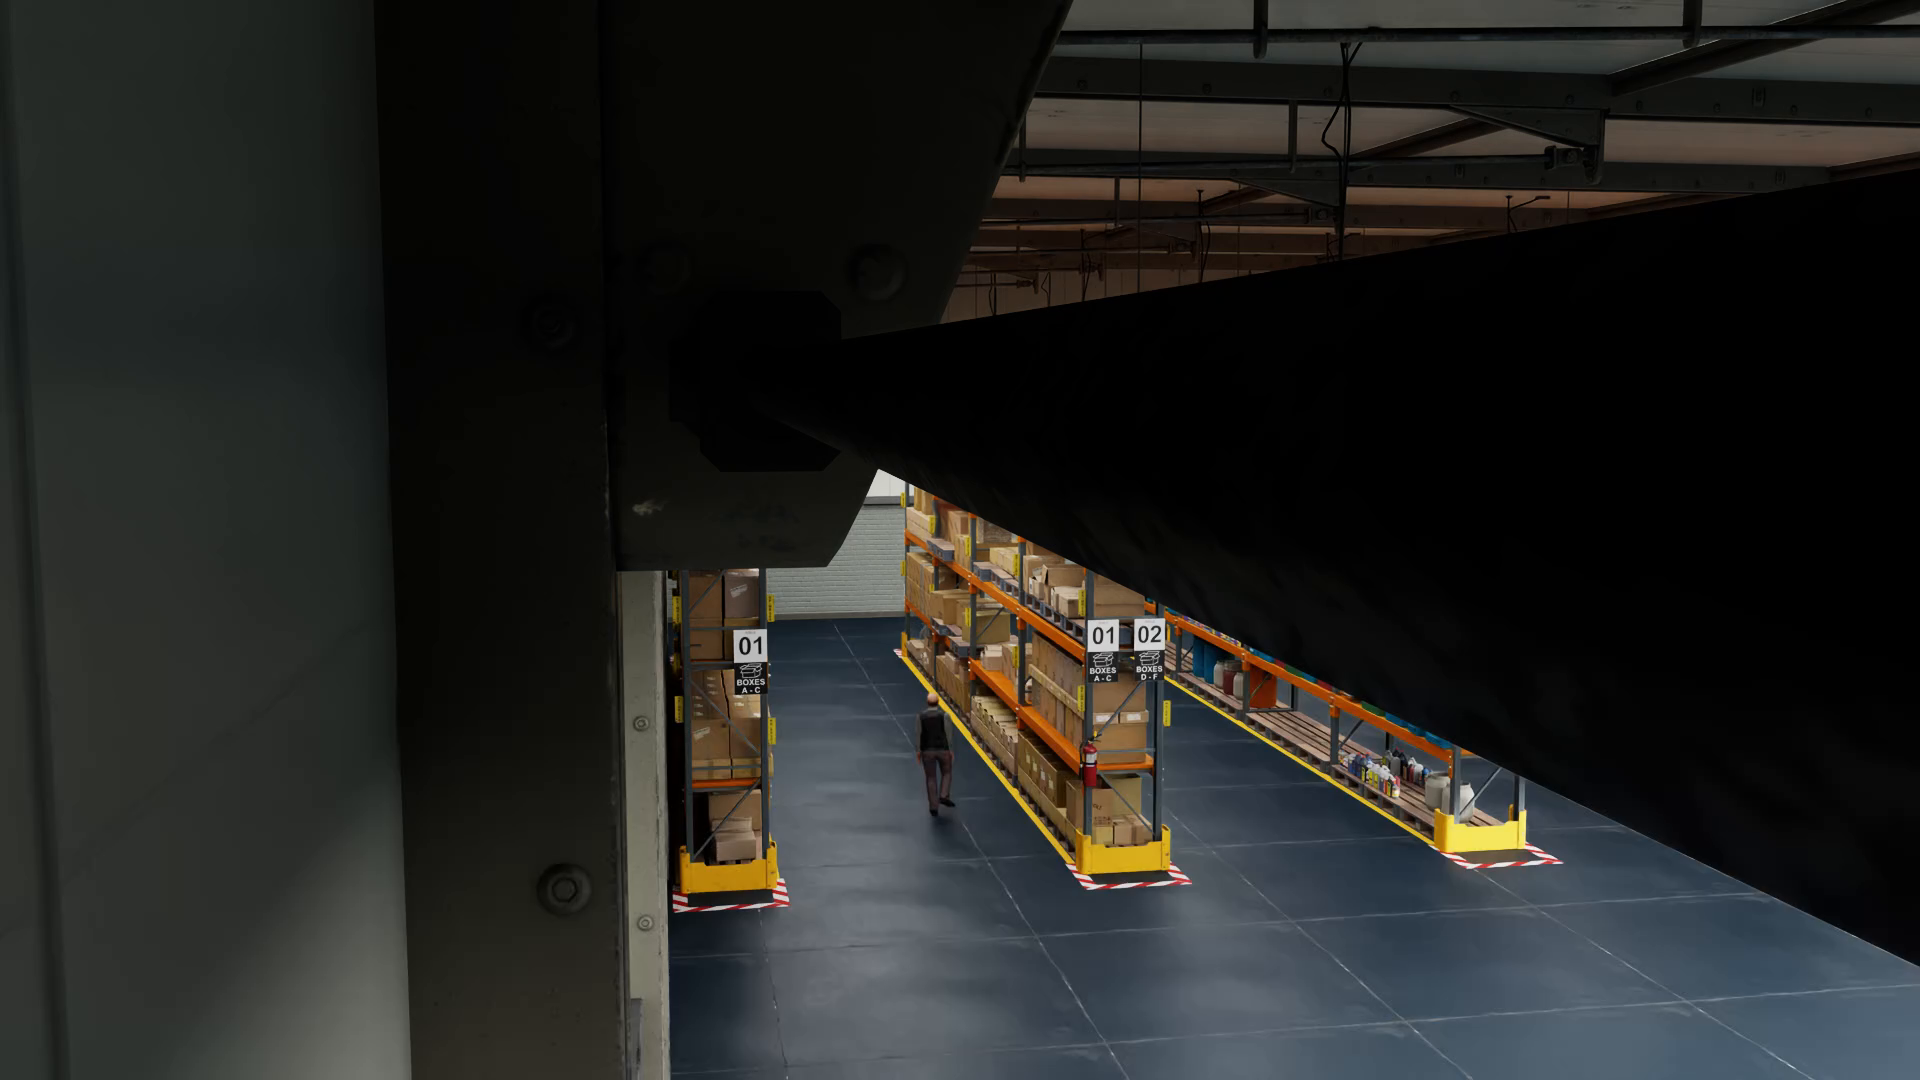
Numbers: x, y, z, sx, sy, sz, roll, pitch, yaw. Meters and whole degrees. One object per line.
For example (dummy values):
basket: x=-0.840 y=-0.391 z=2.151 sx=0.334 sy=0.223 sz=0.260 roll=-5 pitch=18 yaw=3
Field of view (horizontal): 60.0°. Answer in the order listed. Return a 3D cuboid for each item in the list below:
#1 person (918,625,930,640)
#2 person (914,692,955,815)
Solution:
person: x=-0.719 y=1.554 z=37.822 sx=0.450 sy=1.683 sz=0.441 roll=1 pitch=6 yaw=7
person: x=-0.360 y=3.024 z=23.619 sx=0.577 sy=1.711 sz=0.478 roll=0 pitch=6 yaw=-1
